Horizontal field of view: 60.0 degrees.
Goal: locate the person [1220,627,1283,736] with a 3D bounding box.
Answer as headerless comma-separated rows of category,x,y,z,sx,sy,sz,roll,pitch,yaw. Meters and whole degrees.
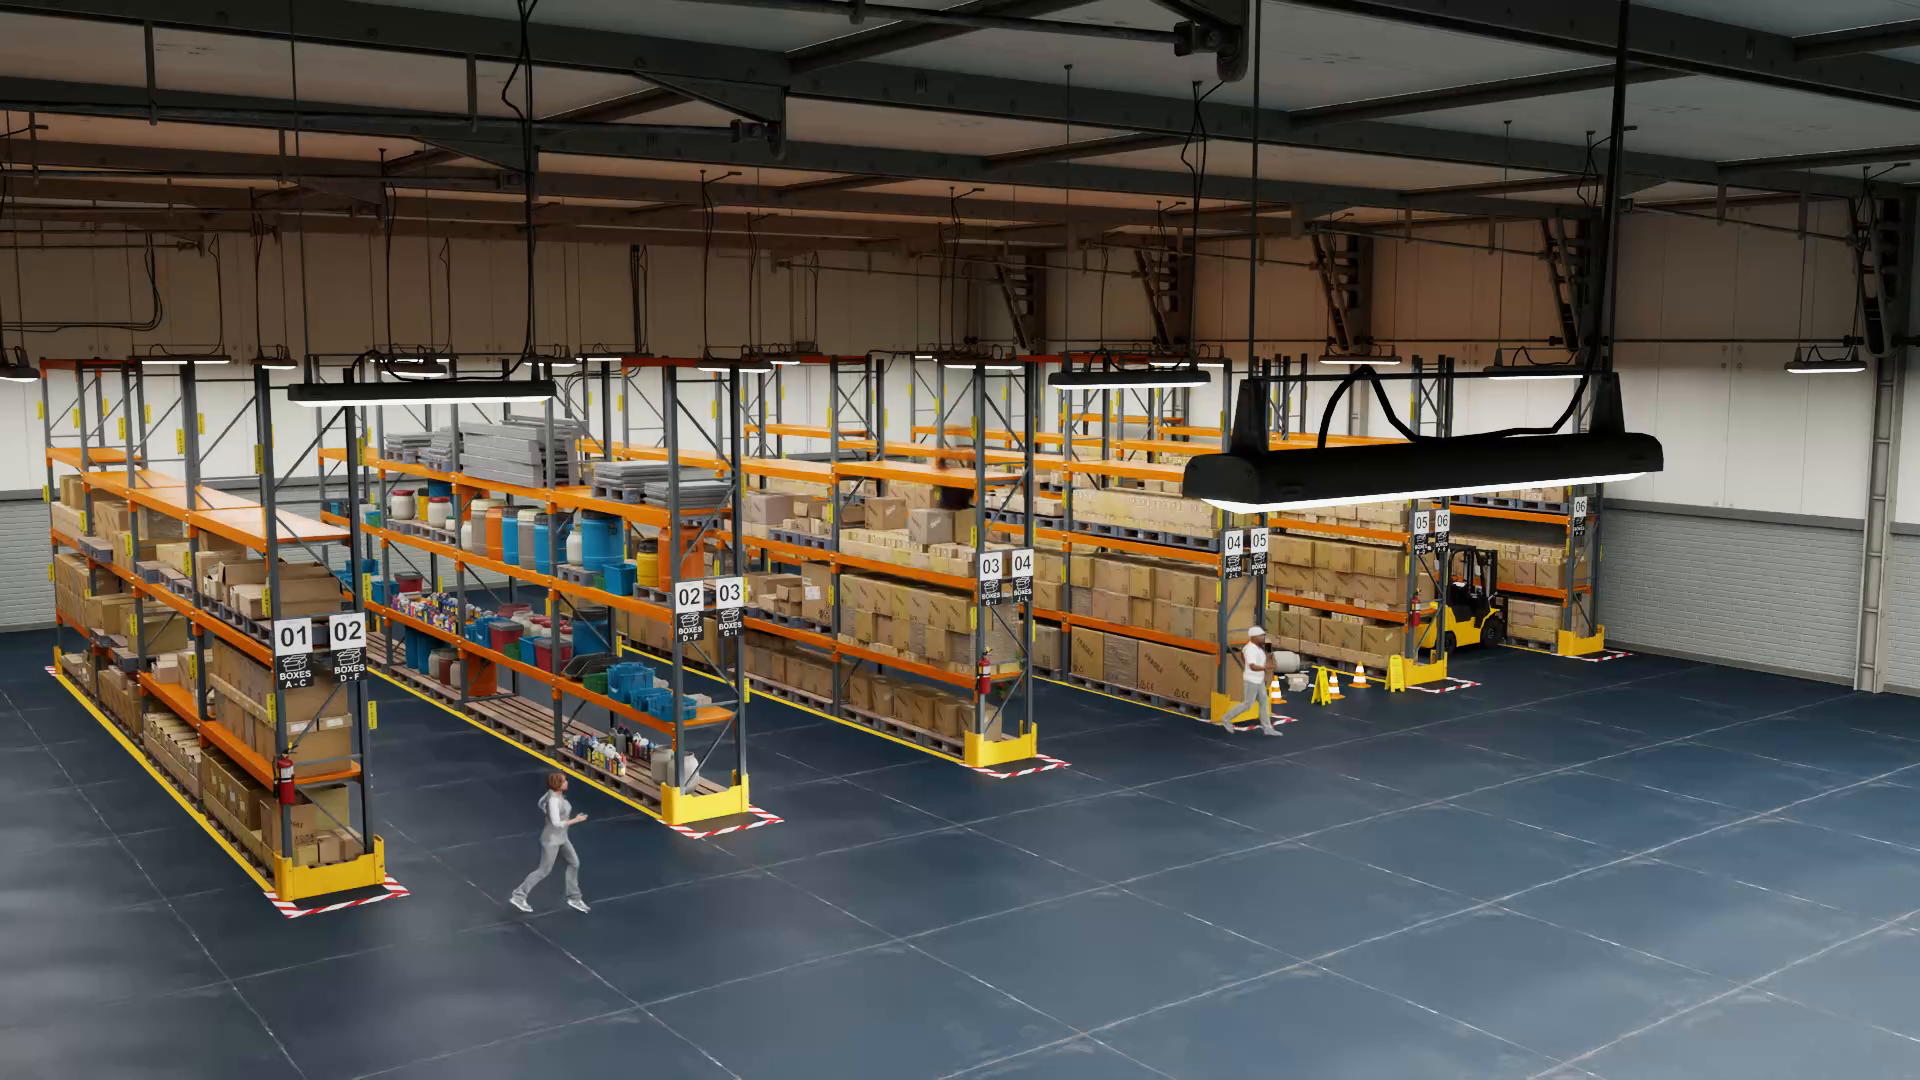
person,4.672,2.241,26.517,0.997,1.742,0.719,3,7,20

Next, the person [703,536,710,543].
person,-6.270,0.648,40.573,0.674,1.638,0.659,2,7,19

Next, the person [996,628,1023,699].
person,0.885,1.948,29.196,0.609,1.756,0.639,6,9,41

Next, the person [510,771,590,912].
person,-4.524,3.344,18.338,0.850,1.627,0.547,-1,7,-4
